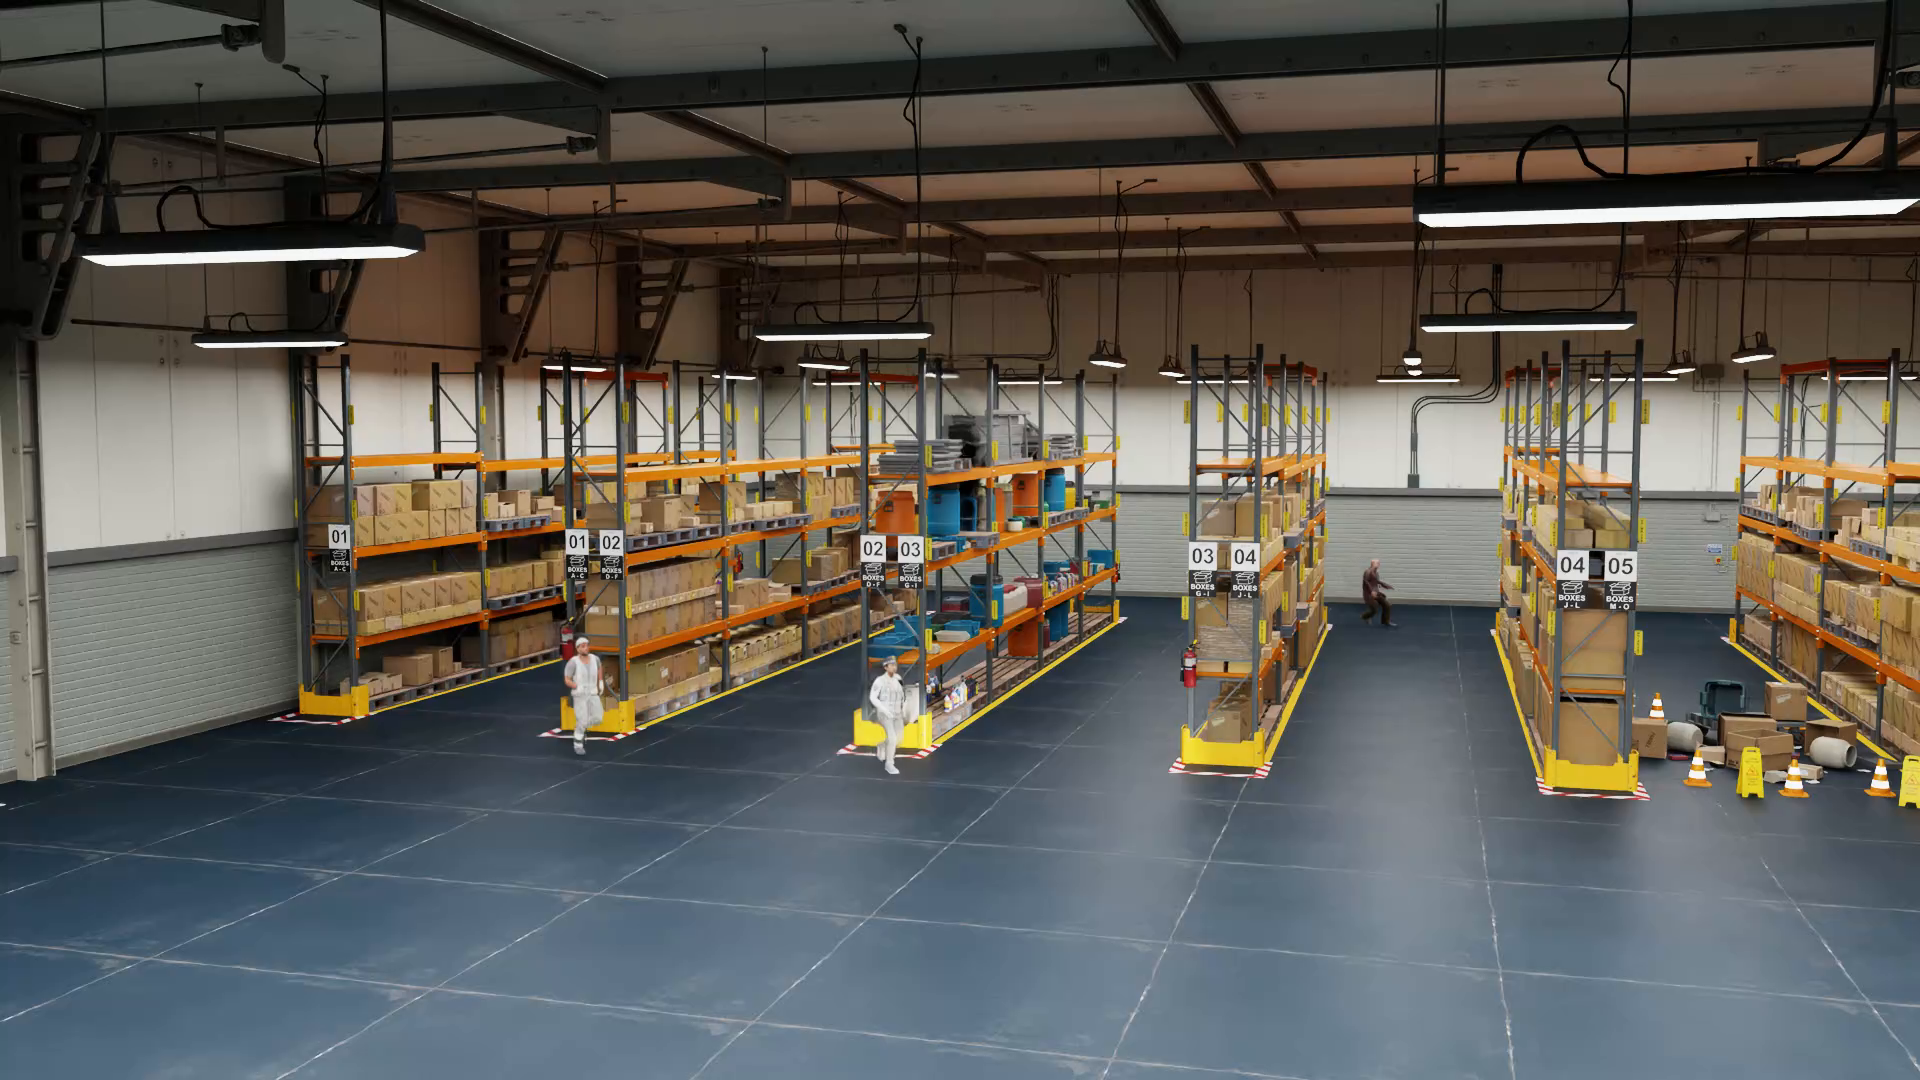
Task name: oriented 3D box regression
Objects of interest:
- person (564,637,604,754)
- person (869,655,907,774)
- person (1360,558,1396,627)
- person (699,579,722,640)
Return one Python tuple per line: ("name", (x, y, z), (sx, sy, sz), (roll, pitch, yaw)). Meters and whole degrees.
("person", (-5.493, 2.298, 24.516), (0.694, 1.741, 0.644), (-3, 6, -39))
("person", (-1.014, 2.430, 23.412), (0.655, 1.660, 0.560), (-4, 6, -43))
("person", (9.790, 1.241, 39.255), (0.856, 1.623, 0.749), (-4, 6, -40))
("person", (-5.382, 1.458, 35.596), (0.674, 1.832, 0.785), (0, 4, 5))
